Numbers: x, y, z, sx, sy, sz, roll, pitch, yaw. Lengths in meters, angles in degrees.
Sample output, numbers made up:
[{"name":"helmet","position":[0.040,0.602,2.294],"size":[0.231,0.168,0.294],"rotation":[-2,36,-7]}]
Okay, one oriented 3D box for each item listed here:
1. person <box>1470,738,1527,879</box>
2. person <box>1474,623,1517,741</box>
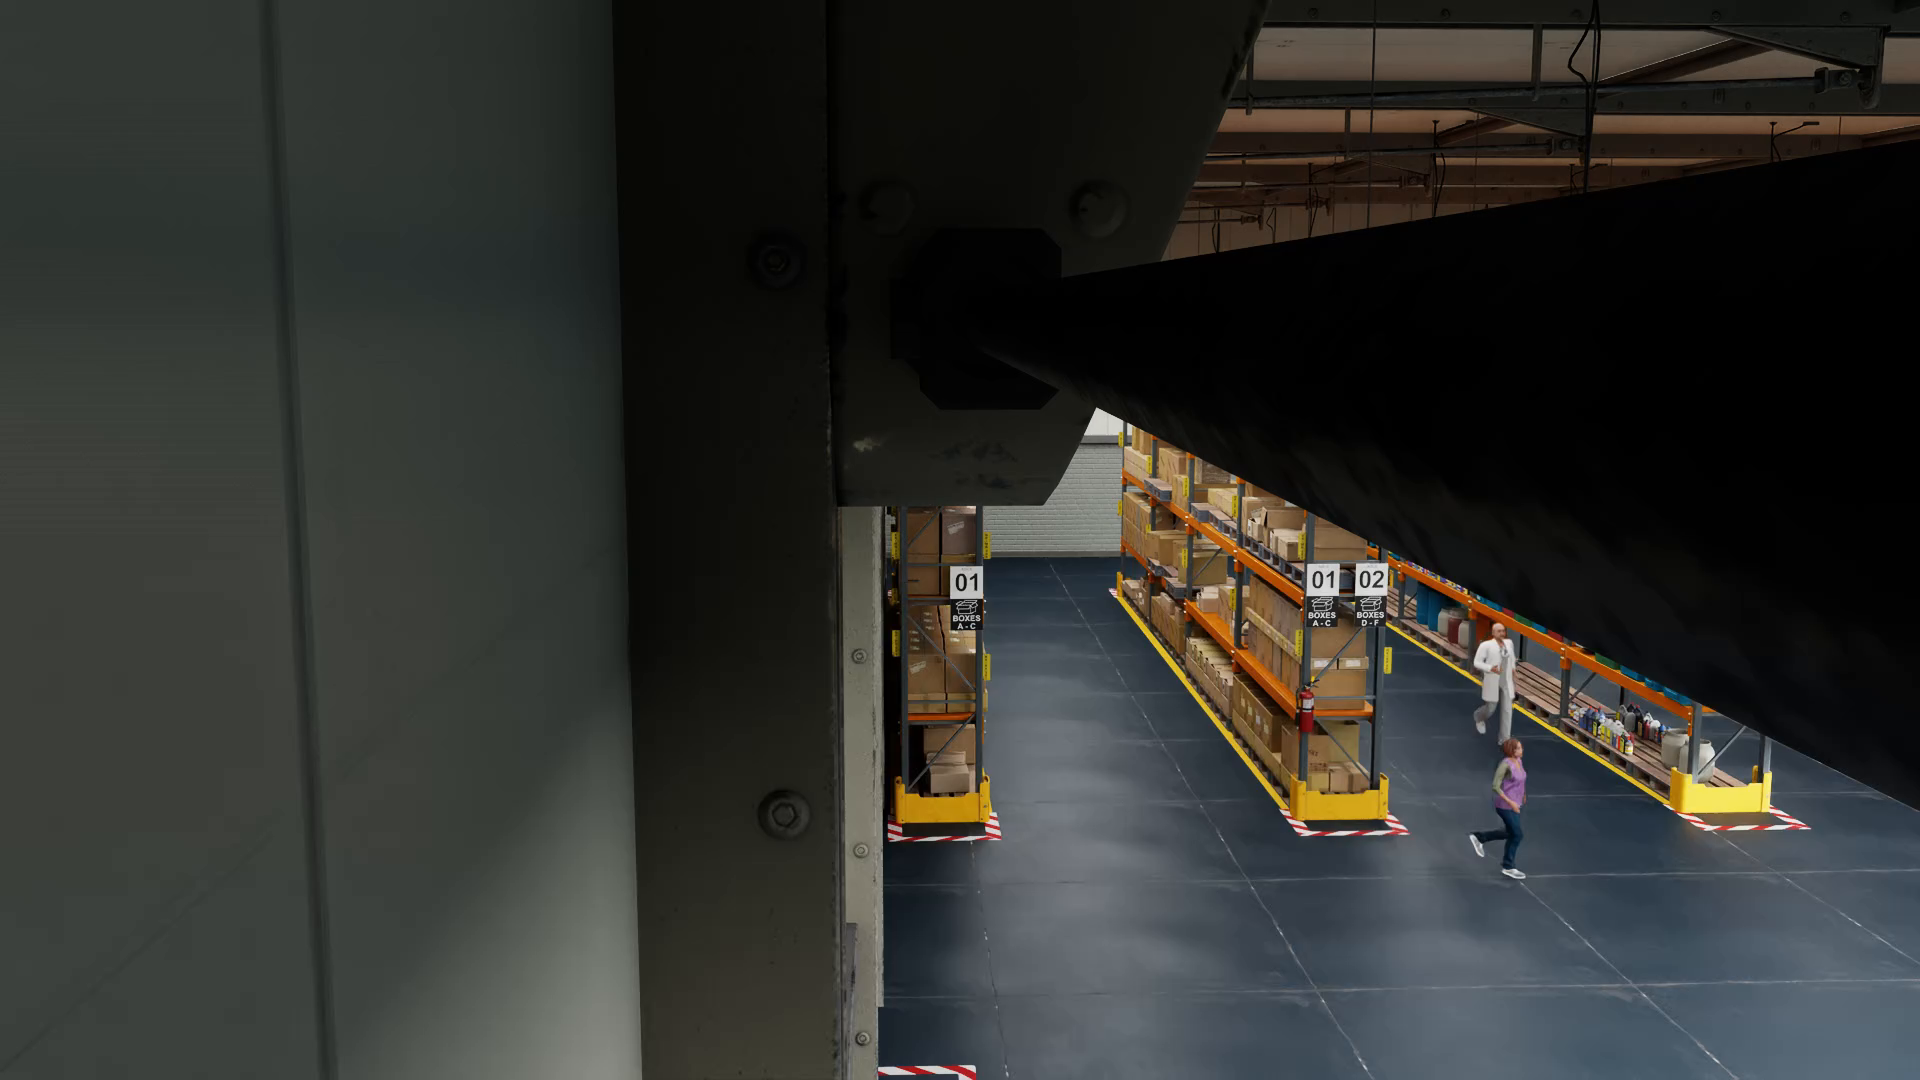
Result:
[{"name":"person","position":[6.034,2.970,18.582],"size":[0.654,1.565,0.546],"rotation":[6,10,37]},{"name":"person","position":[7.747,2.029,24.044],"size":[0.712,1.689,0.859],"rotation":[-1,8,-9]}]
